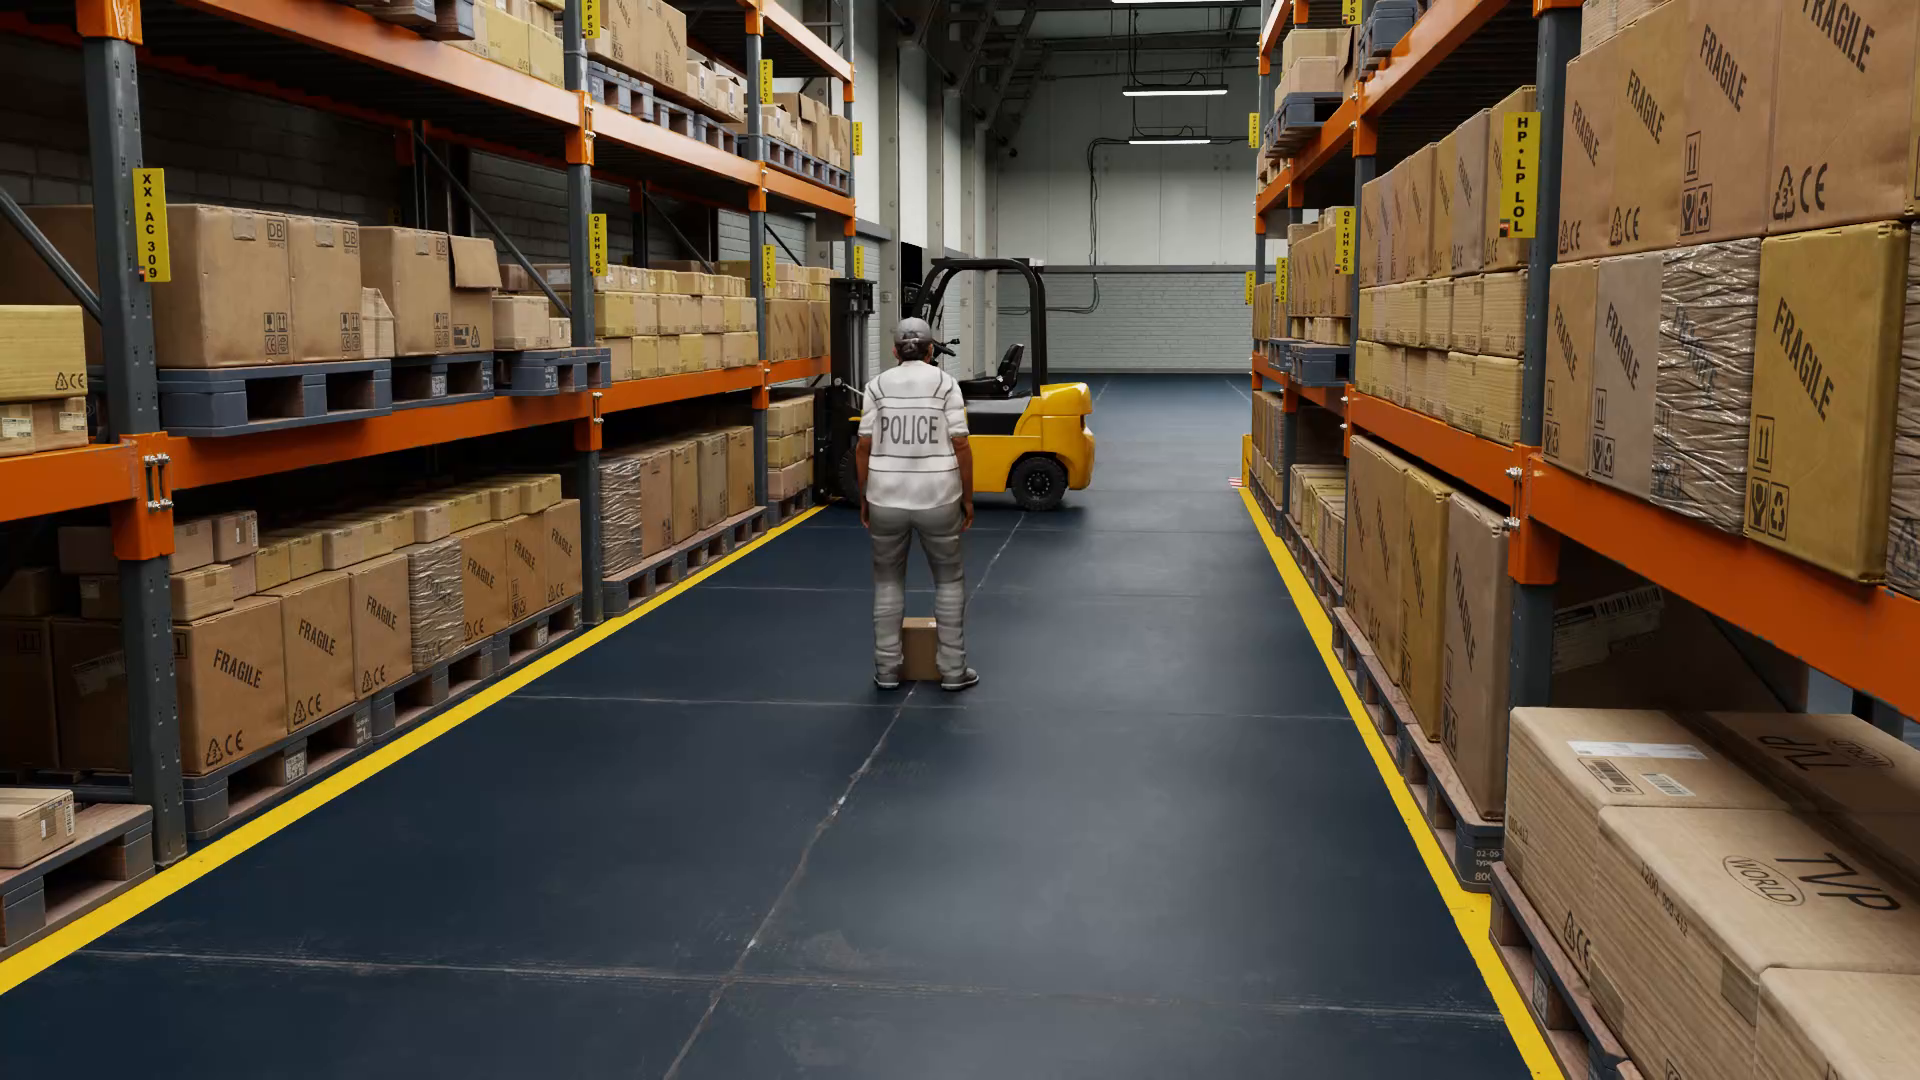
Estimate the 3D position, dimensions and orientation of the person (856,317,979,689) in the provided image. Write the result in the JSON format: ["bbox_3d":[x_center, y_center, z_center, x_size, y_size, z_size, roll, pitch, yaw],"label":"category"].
[{"bbox_3d":[-0.190,-0.163,7.480,0.537,1.666,0.454,1,8,7],"label":"person"}]
